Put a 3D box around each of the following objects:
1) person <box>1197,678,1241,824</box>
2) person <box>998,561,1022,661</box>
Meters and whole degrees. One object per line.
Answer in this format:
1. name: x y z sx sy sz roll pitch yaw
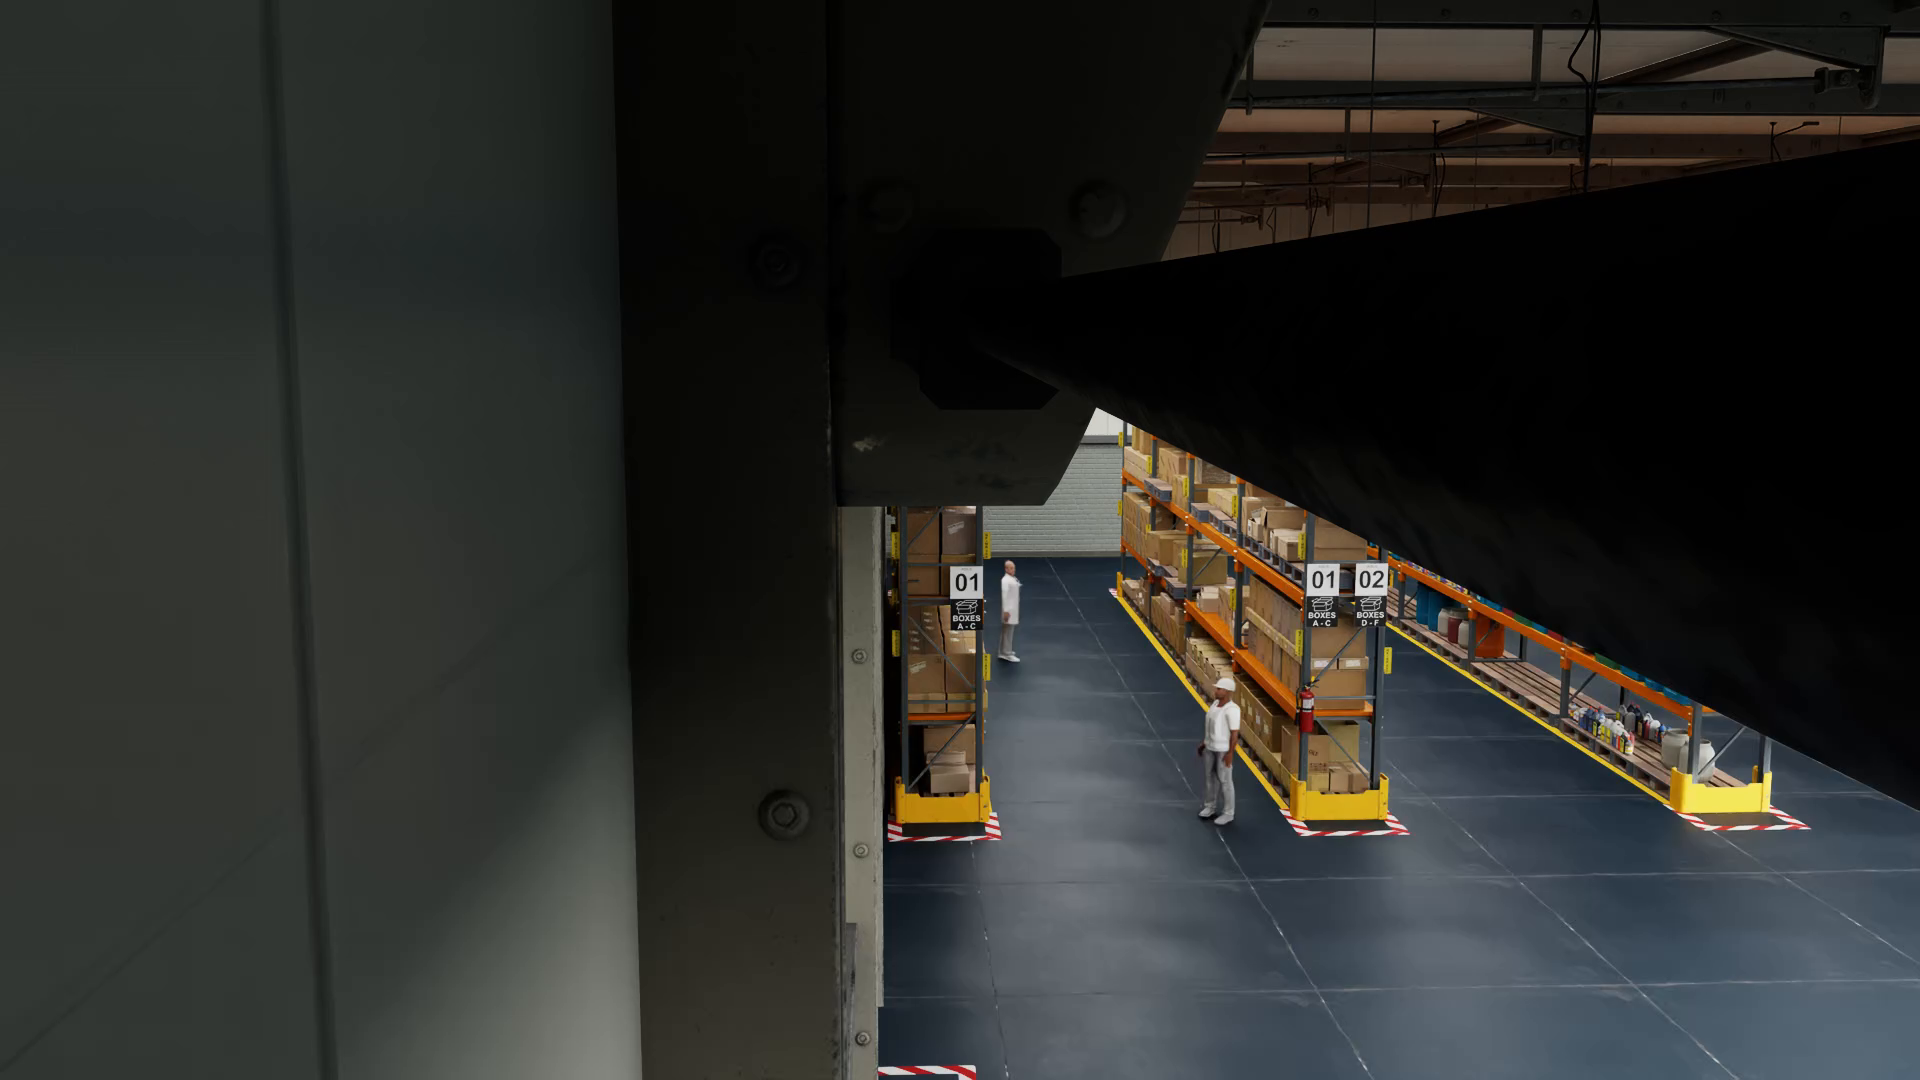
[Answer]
1. person: 3.197 2.572 20.544 0.415 1.766 0.632 -5 9 -30
2. person: 0.892 1.272 29.870 0.431 1.813 0.651 2 8 11
